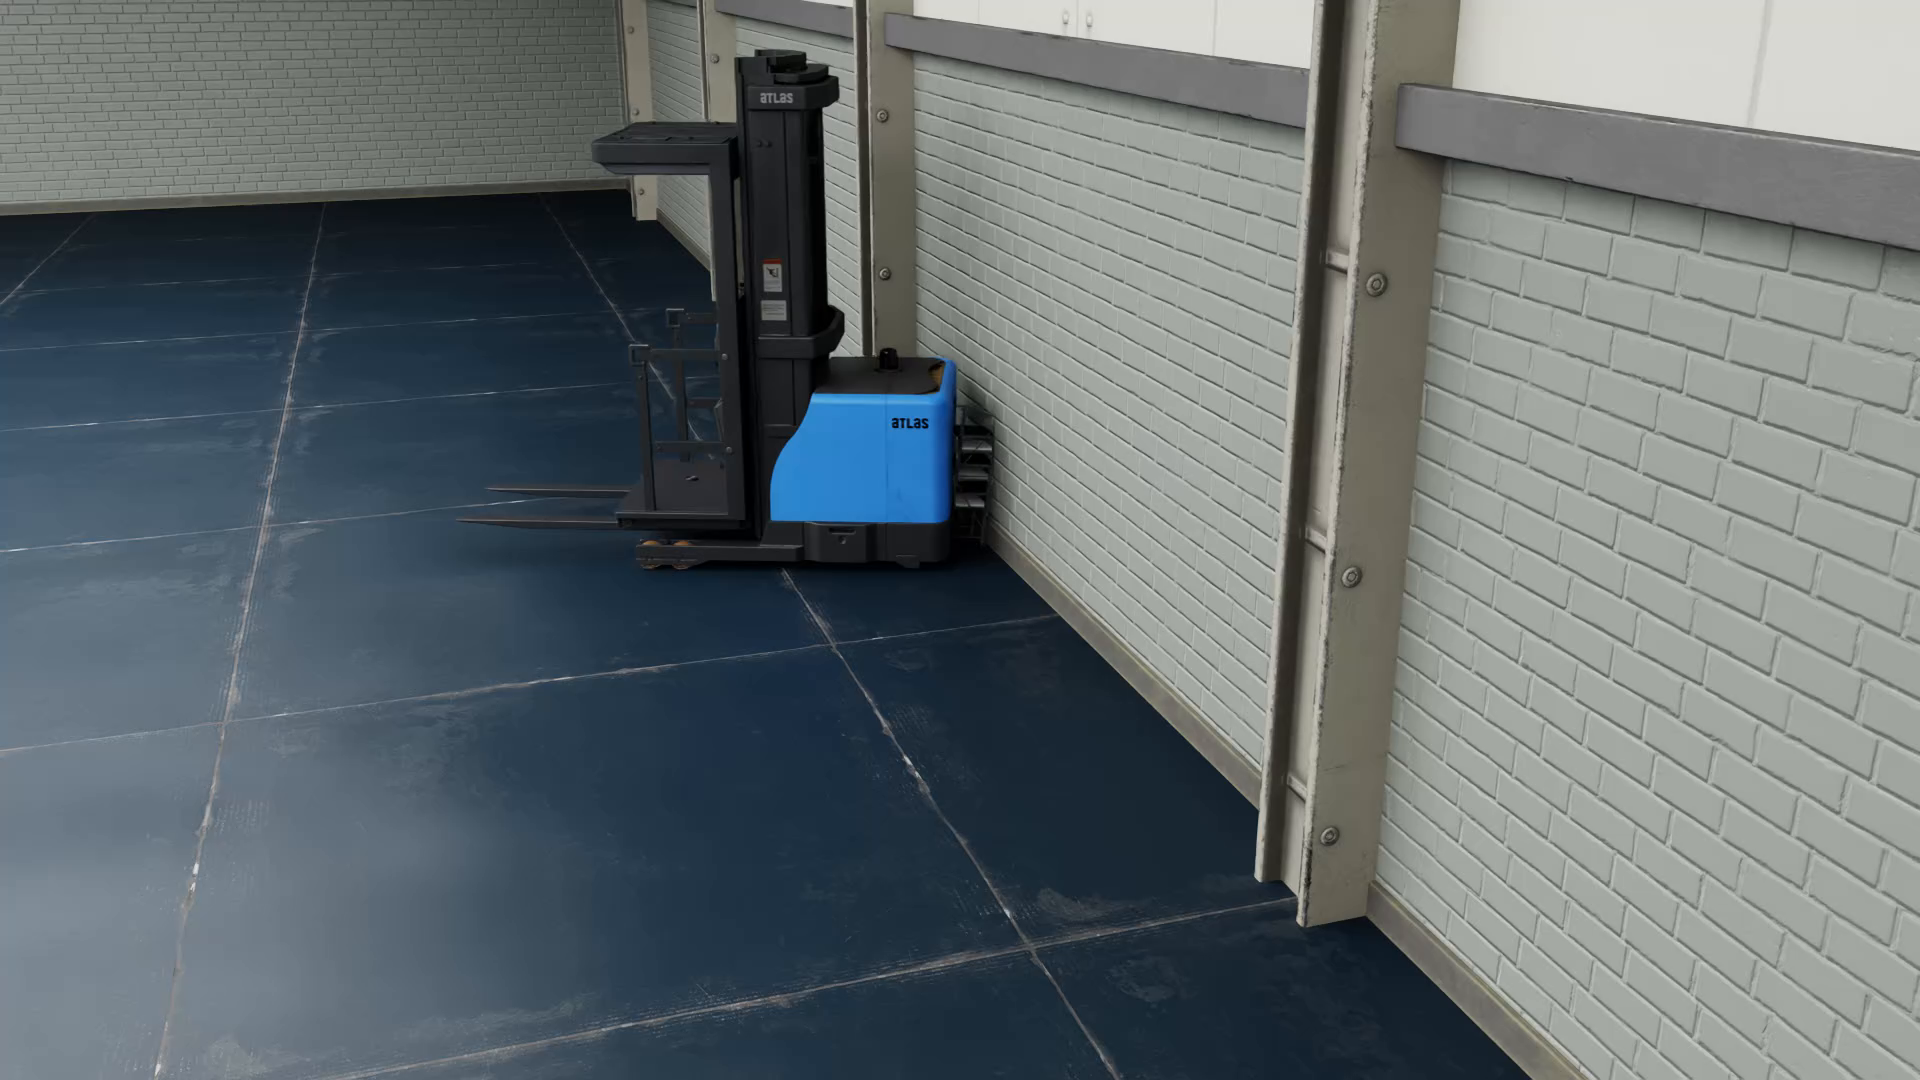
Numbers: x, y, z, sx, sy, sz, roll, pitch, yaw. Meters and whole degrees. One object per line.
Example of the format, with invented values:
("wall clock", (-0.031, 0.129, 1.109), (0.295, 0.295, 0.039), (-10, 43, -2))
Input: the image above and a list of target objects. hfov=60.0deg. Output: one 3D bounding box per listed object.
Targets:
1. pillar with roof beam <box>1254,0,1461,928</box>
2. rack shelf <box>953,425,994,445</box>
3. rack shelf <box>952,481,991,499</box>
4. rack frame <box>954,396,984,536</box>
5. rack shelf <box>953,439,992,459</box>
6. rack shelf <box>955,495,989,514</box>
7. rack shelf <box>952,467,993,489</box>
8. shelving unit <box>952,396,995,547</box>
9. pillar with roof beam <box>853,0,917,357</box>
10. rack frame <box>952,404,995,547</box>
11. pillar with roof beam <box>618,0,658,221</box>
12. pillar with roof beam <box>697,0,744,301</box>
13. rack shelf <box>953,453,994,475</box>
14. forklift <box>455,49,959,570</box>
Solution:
("pillar with roof beam", (-2.700, -2.385, 3.744), (9.100, 9.000, 0.400), (-6, 21, -17))
("rack shelf", (0.080, -0.641, 10.148), (0.258, 0.077, 0.200), (1, 19, -19))
("rack shelf", (0.035, -0.301, 10.257), (0.258, 0.077, 0.200), (1, 19, -19))
("rack frame", (0.020, -0.451, 10.311), (0.240, 0.900, 0.006), (1, 19, -19))
("rack shelf", (0.068, -0.556, 10.175), (0.258, 0.077, 0.200), (1, 19, -19))
("rack shelf", (0.024, -0.216, 10.285), (0.258, 0.077, 0.200), (1, 19, -19))
("rack shelf", (0.046, -0.386, 10.230), (0.258, 0.077, 0.200), (1, 19, -19))
("shelving unit", (0.050, -0.417, 10.220), (0.258, 0.900, 0.210), (1, 19, -19))
("pillar with roof beam", (-4.586, -4.310, 9.104), (9.100, 9.000, 0.400), (-6, 21, -17))
("rack frame", (0.080, -0.384, 10.128), (0.240, 0.900, 0.006), (1, 19, -19))
("pillar with roof beam", (-8.358, -8.161, 19.826), (9.100, 9.000, 0.400), (-6, 21, -17))
("pillar with roof beam", (-6.472, -6.236, 14.465), (9.100, 9.000, 0.400), (-6, 21, -17))
("rack shelf", (0.057, -0.471, 10.202), (0.258, 0.077, 0.200), (1, 19, -19))
("forklift", (-1.542, -1.380, 9.923), (3.031, 2.935, 1.130), (1, 20, 3))
